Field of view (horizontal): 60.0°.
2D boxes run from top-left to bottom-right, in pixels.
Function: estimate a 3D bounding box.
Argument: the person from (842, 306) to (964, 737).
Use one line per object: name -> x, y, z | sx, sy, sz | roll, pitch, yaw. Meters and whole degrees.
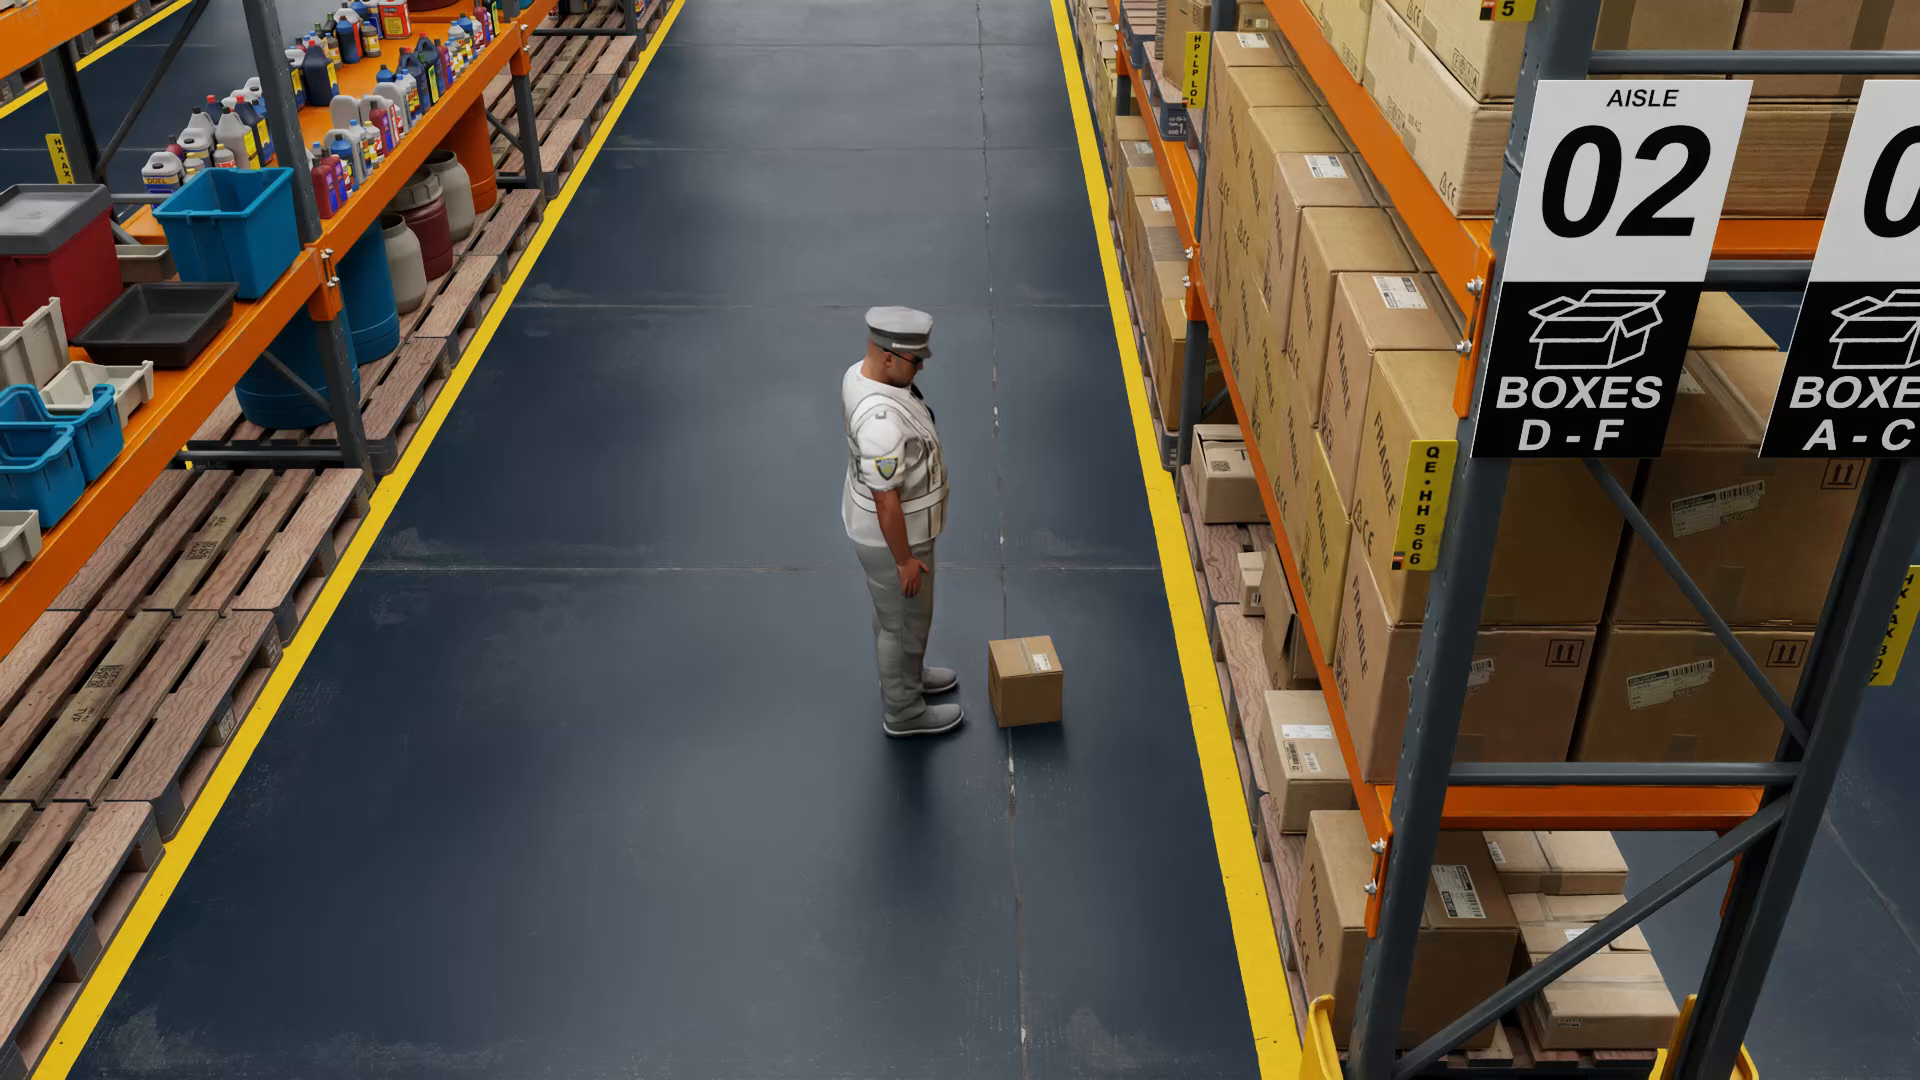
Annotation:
person -> -0.203, -0.044, 6.178 | 0.457, 1.752, 0.546 | -5, 32, -8
